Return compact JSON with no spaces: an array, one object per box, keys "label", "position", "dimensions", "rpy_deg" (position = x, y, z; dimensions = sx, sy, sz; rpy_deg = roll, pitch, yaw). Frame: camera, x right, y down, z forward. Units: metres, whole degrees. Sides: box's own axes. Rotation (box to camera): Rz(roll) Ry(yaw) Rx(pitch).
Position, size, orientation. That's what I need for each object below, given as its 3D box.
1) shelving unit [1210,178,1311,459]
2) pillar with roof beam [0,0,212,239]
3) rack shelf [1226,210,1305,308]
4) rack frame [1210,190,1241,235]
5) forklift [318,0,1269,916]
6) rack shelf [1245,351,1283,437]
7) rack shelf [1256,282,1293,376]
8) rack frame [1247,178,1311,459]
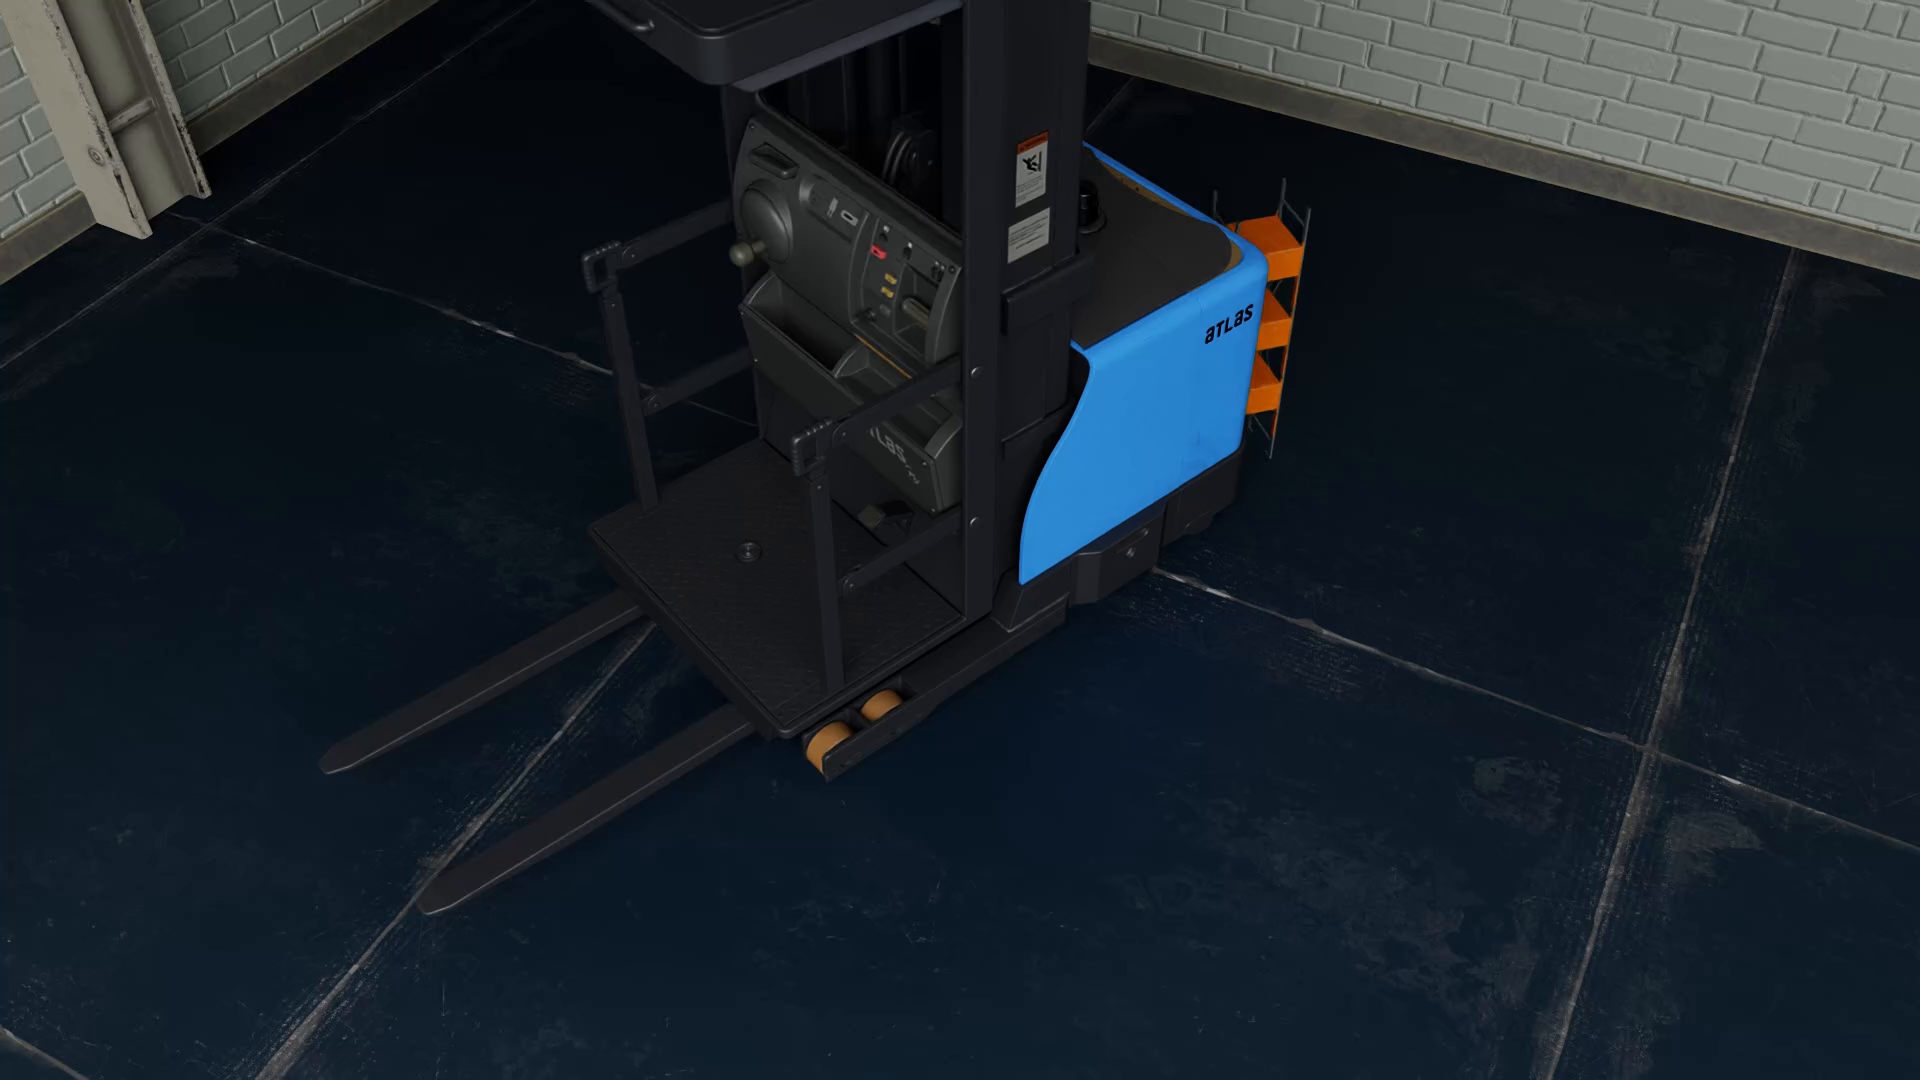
[{"label":"shelving unit","position":[0.976,-0.714,5.713],"dimensions":[0.252,1.050,0.215],"rpy_deg":[-12,45,-12]},{"label":"pillar with roof beam","position":[0.331,-3.182,2.568],"dimensions":[9.100,9.000,0.400],"rpy_deg":[20,49,19]},{"label":"rack shelf","position":[0.974,-0.913,5.525],"dimensions":[0.240,0.259,0.215],"rpy_deg":[-12,45,-12]},{"label":"rack frame","position":[0.859,-0.689,5.687],"dimensions":[0.008,1.050,0.200],"rpy_deg":[-12,45,-12]},{"label":"forklift","position":[-0.483,-0.742,4.423],"dimensions":[3.031,2.935,1.130],"rpy_deg":[-31,53,-27]},{"label":"rack shelf","position":[0.978,-0.505,5.912],"dimensions":[0.240,0.259,0.215],"rpy_deg":[-12,45,-12]},{"label":"rack shelf","position":[0.976,-0.707,5.720],"dimensions":[0.240,0.259,0.215],"rpy_deg":[-12,45,-12]},{"label":"rack frame","position":[1.093,-0.740,5.738],"dimensions":[0.008,1.050,0.200],"rpy_deg":[-12,45,-12]}]
